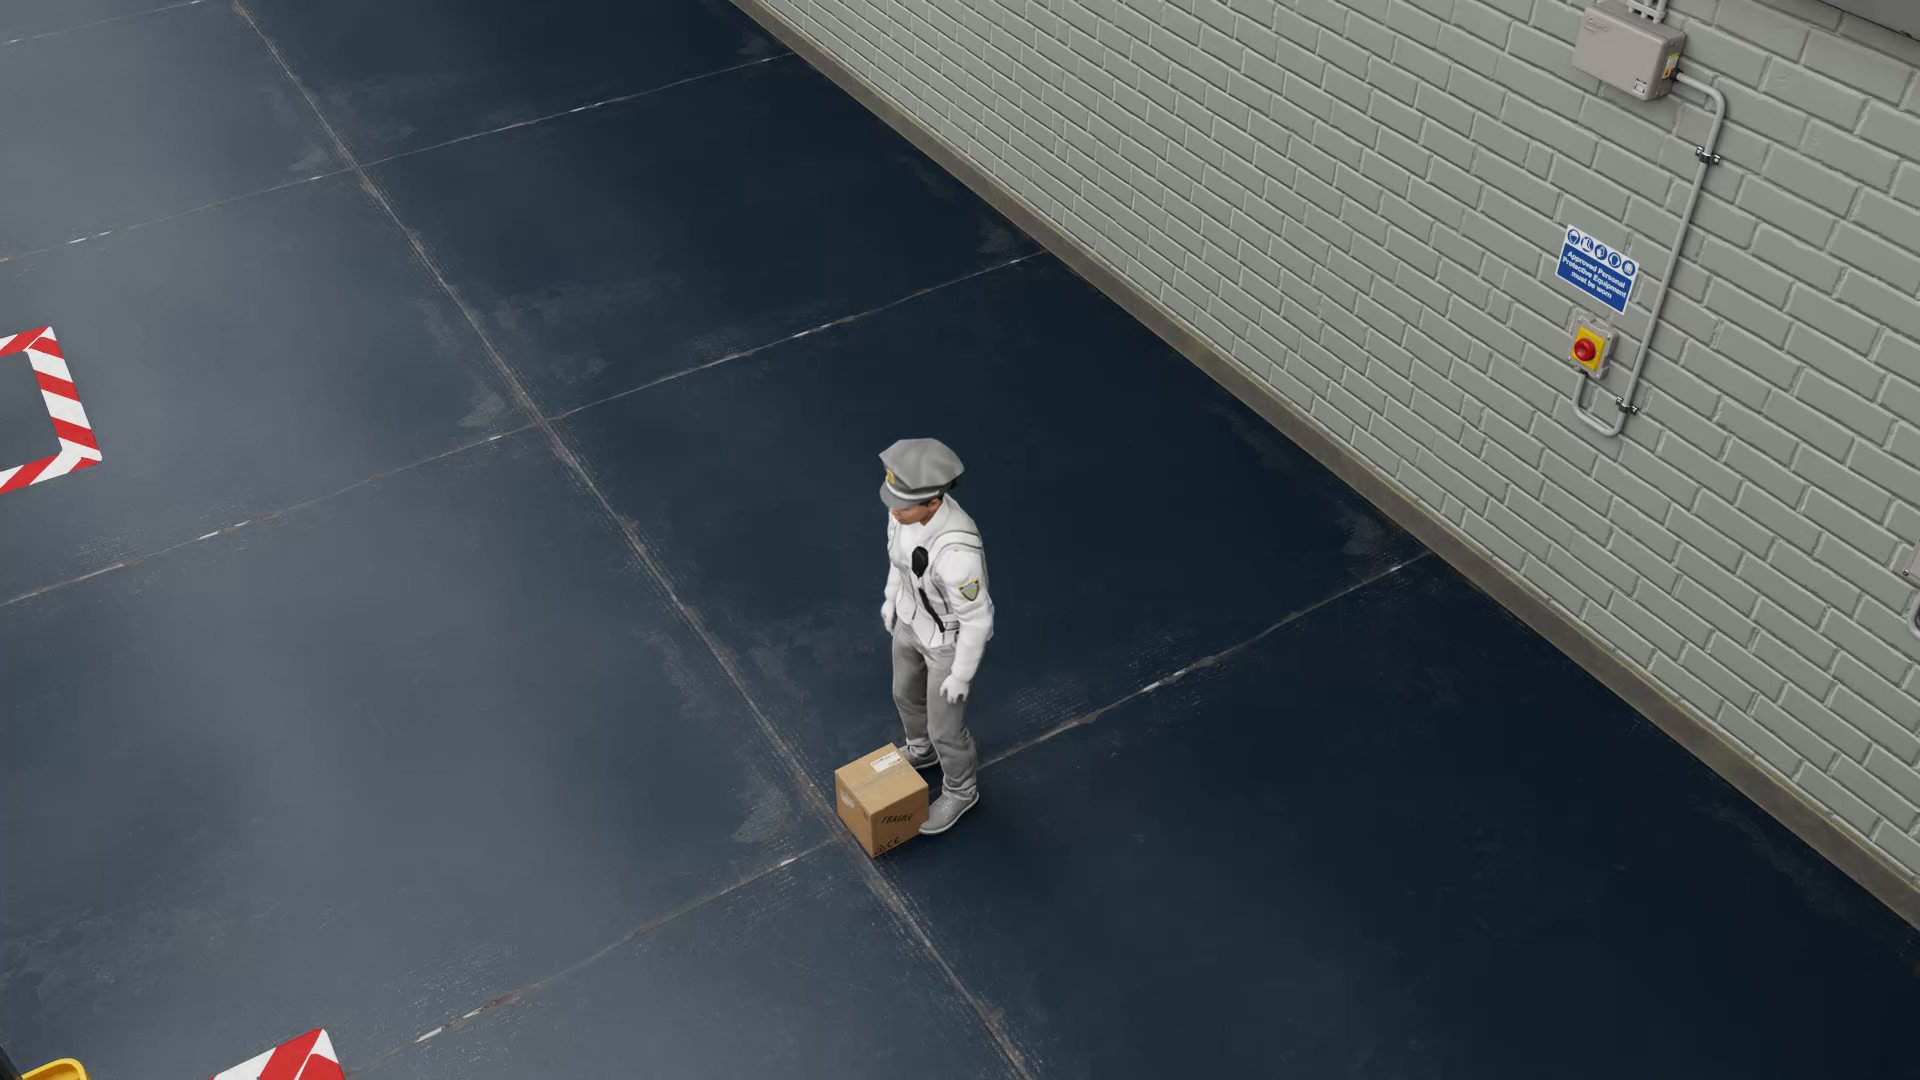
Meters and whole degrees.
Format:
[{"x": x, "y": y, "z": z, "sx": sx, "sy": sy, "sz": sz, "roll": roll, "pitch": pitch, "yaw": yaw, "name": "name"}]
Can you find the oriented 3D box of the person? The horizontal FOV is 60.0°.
[{"x": -0.091, "y": 0.334, "z": 5.771, "sx": 0.372, "sy": 1.663, "sz": 0.530, "roll": -22, "pitch": 46, "yaw": -24, "name": "person"}]
